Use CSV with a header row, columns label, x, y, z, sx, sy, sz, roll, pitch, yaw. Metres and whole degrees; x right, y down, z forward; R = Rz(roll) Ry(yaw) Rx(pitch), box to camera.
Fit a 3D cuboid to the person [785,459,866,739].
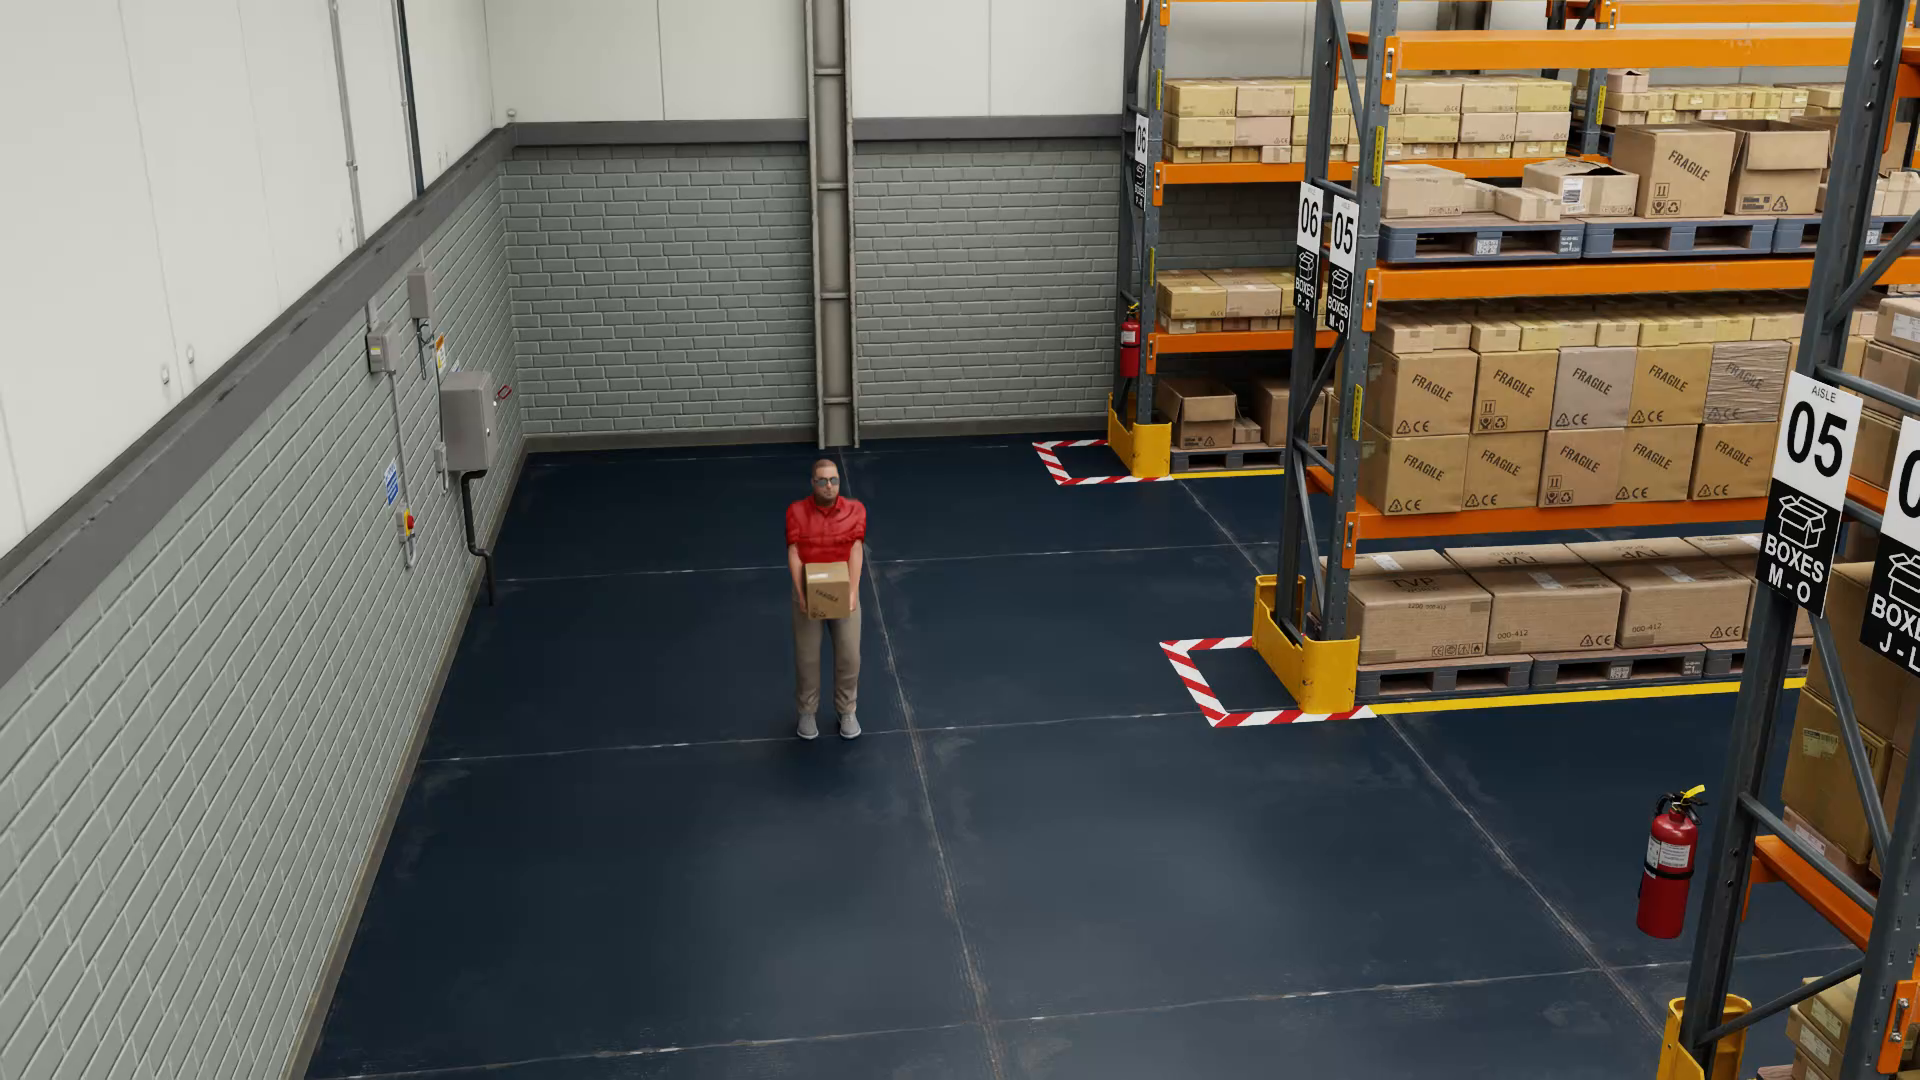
label,x,y,z,sx,sy,sz,roll,pitch,yaw
person,-0.793,0.381,10.061,0.493,1.721,0.532,-3,20,-7
